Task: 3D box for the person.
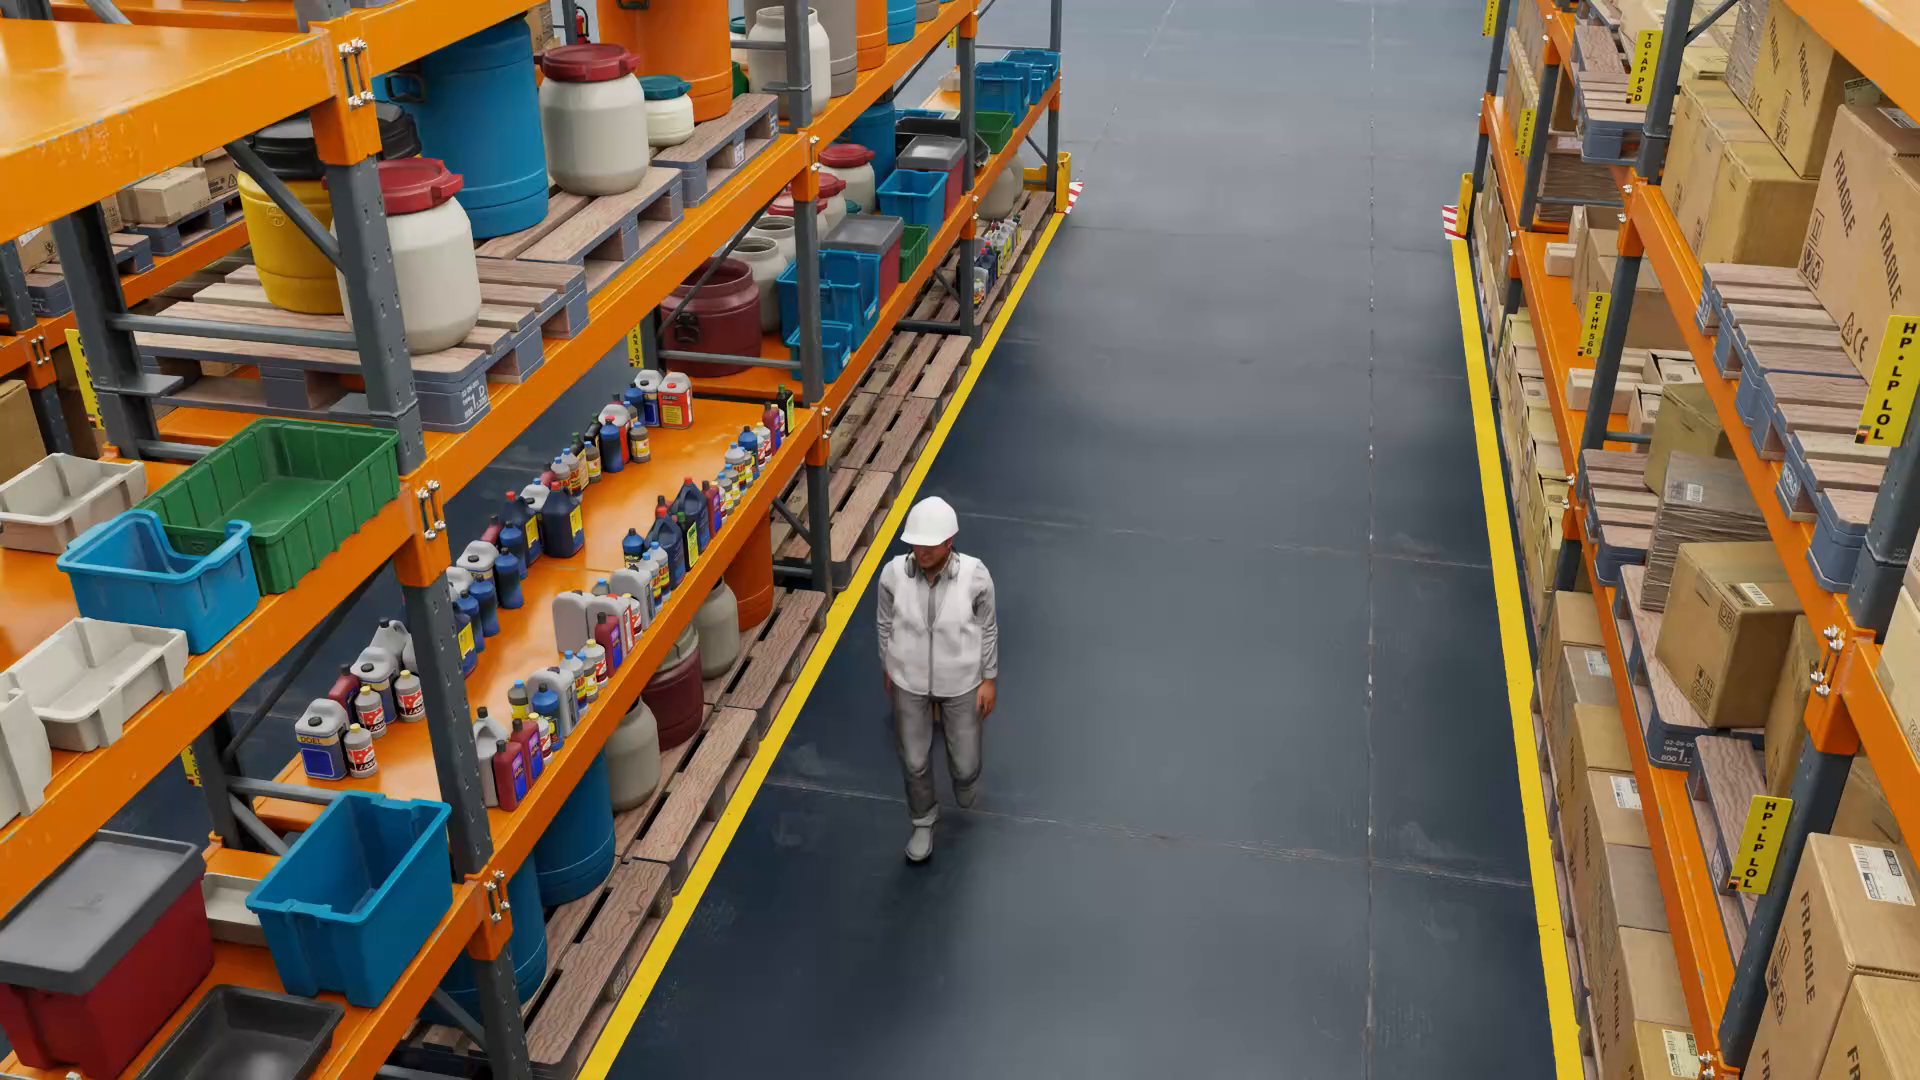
[{"bbox_3d":[-0.102,0.594,7.451,0.546,1.762,0.553,3,29,6],"label":"person"}]
